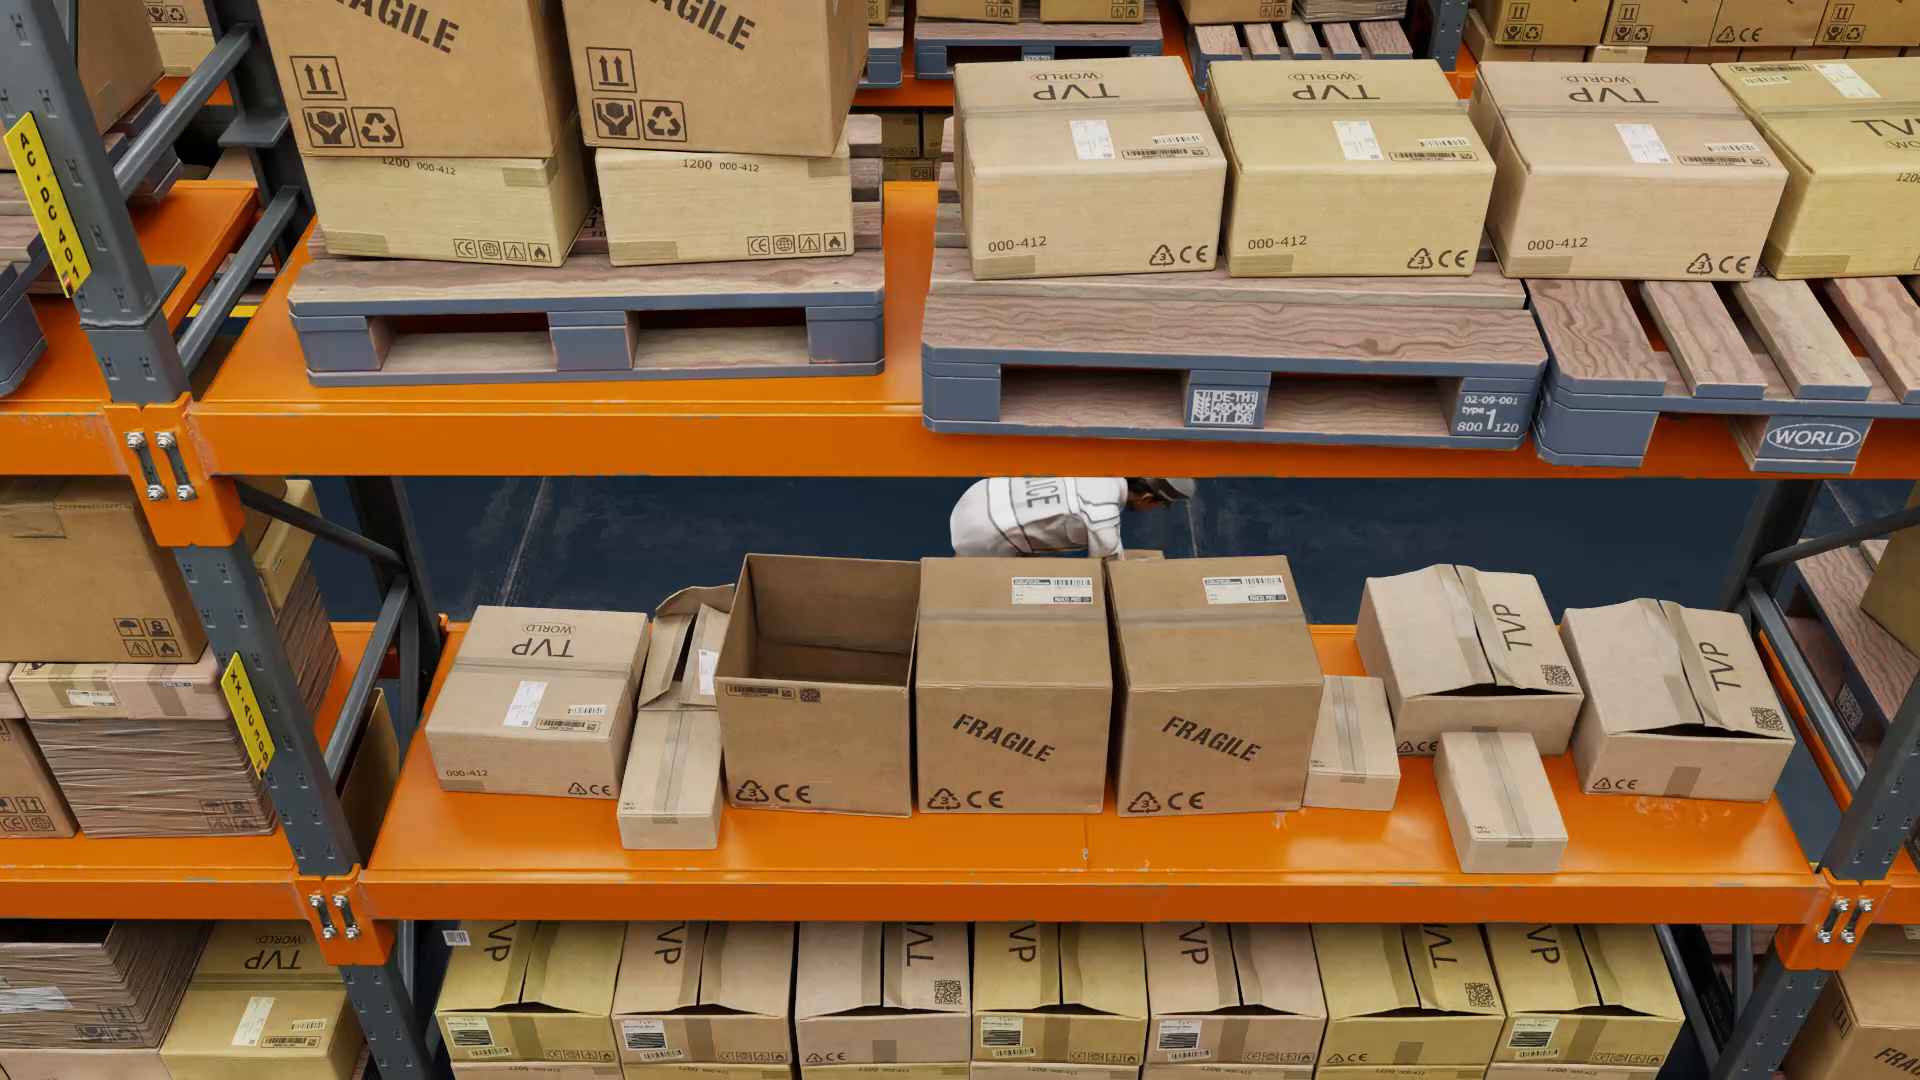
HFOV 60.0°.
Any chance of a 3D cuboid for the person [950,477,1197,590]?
[{"bbox_3d":[0.417,0.141,6.360,0.908,1.190,0.432,-1,40,-1],"label":"person"}]
